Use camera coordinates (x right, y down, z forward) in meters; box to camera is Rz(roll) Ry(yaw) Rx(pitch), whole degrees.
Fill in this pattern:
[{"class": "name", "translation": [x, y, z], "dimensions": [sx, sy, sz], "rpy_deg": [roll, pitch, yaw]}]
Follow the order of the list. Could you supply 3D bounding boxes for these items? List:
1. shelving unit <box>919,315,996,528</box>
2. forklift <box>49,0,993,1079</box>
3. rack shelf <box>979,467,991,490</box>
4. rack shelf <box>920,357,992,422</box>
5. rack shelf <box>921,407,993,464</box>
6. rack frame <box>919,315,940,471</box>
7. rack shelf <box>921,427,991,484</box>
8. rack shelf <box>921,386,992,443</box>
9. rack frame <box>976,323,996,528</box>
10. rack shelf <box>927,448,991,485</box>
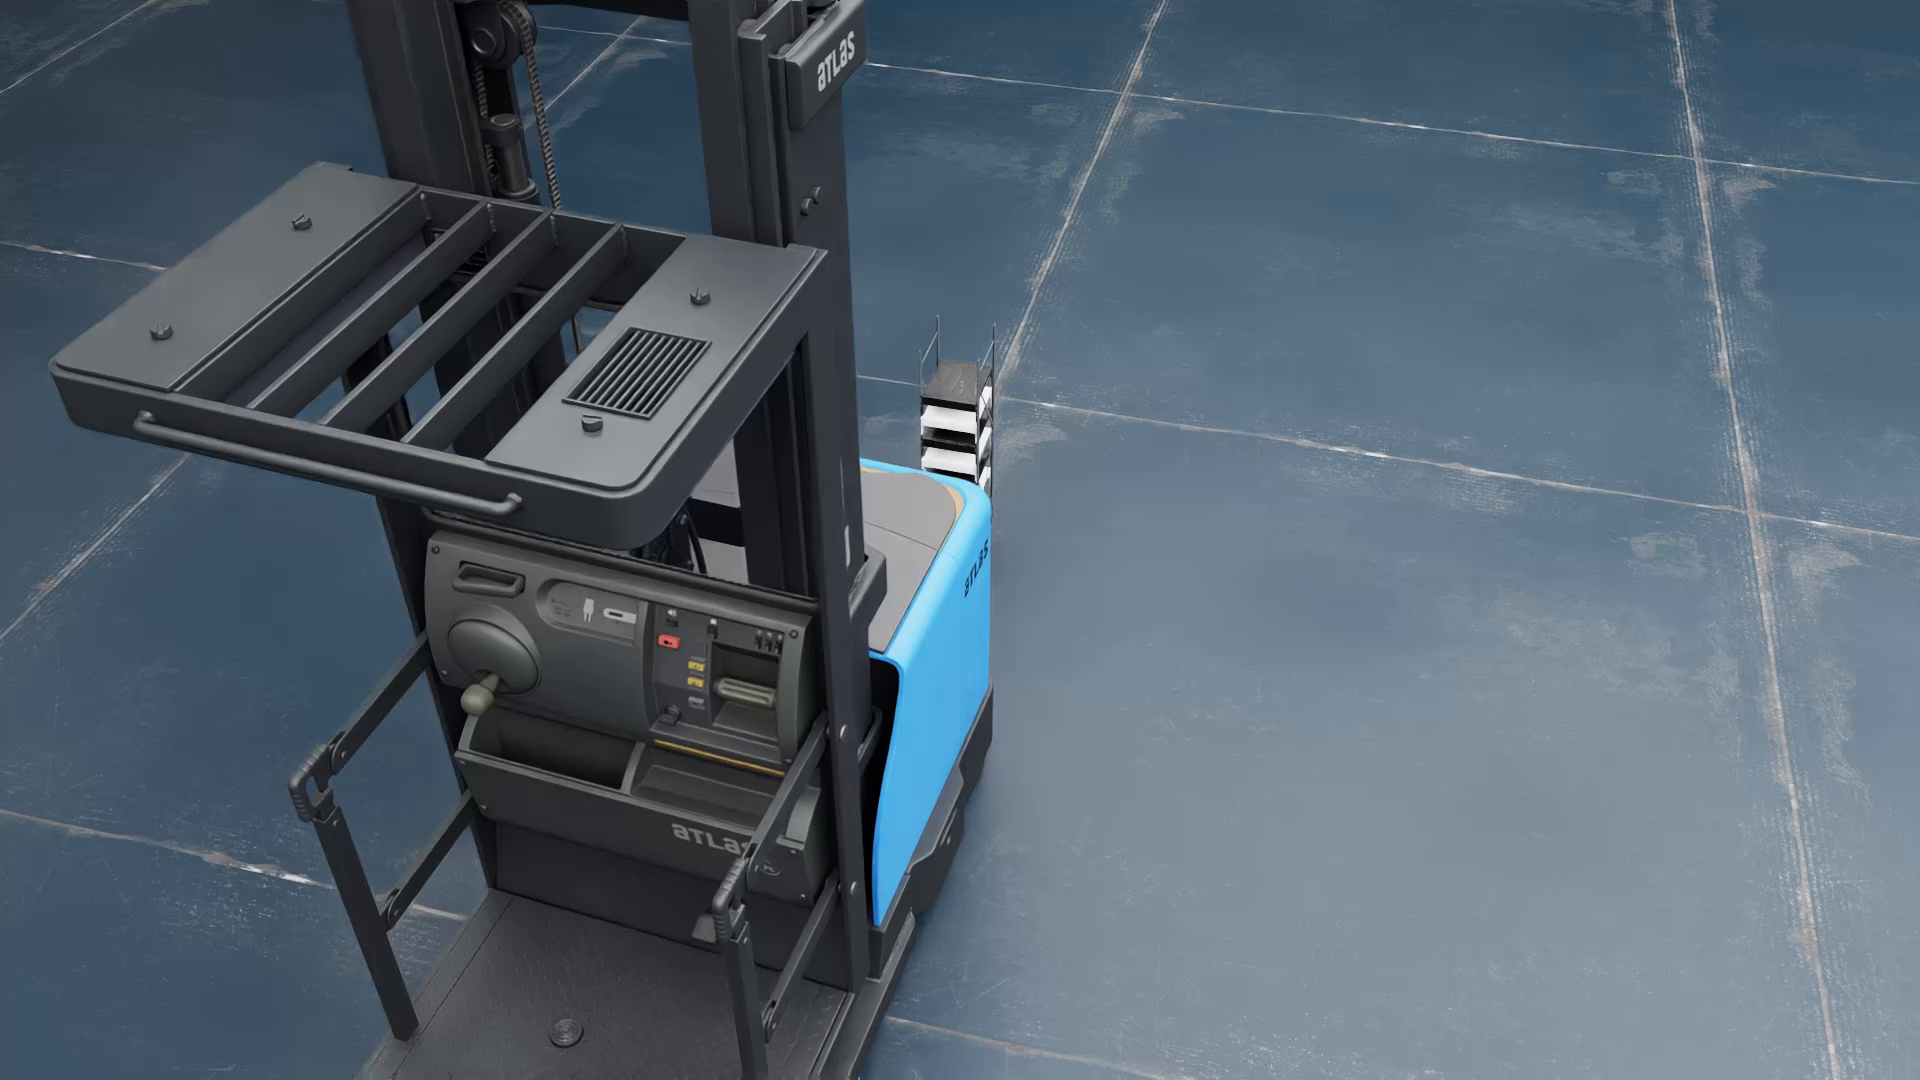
[{"class": "shelving unit", "translation": [-0.008, -0.346, 5.962], "dimensions": [0.210, 0.900, 0.258], "rpy_deg": [10, 41, 11]}, {"class": "forklift", "translation": [-0.848, 0.337, 3.570], "dimensions": [1.130, 2.935, 3.031], "rpy_deg": [12, 42, 14]}, {"class": "rack shelf", "translation": [-0.008, -0.183, 6.099], "dimensions": [0.200, 0.077, 0.258], "rpy_deg": [10, 41, 11]}, {"class": "rack shelf", "translation": [-0.008, -0.527, 5.810], "dimensions": [0.200, 0.077, 0.258], "rpy_deg": [10, 41, 11]}, {"class": "rack shelf", "translation": [-0.008, -0.389, 5.926], "dimensions": [0.200, 0.077, 0.258], "rpy_deg": [10, 41, 11]}, {"class": "rack frame", "translation": [-0.106, -0.363, 5.982], "dimensions": [0.006, 0.900, 0.240], "rpy_deg": [10, 41, 11]}, {"class": "rack shelf", "translation": [-0.008, -0.320, 5.984], "dimensions": [0.200, 0.077, 0.258], "rpy_deg": [10, 41, 11]}, {"class": "rack shelf", "translation": [-0.008, -0.458, 5.868], "dimensions": [0.200, 0.077, 0.258], "rpy_deg": [10, 41, 11]}, {"class": "rack frame", "translation": [0.090, -0.329, 5.942], "dimensions": [0.006, 0.900, 0.240], "rpy_deg": [10, 41, 11]}, {"class": "rack shelf", "translation": [-0.008, -0.252, 6.042], "dimensions": [0.200, 0.077, 0.258], "rpy_deg": [10, 41, 11]}]
